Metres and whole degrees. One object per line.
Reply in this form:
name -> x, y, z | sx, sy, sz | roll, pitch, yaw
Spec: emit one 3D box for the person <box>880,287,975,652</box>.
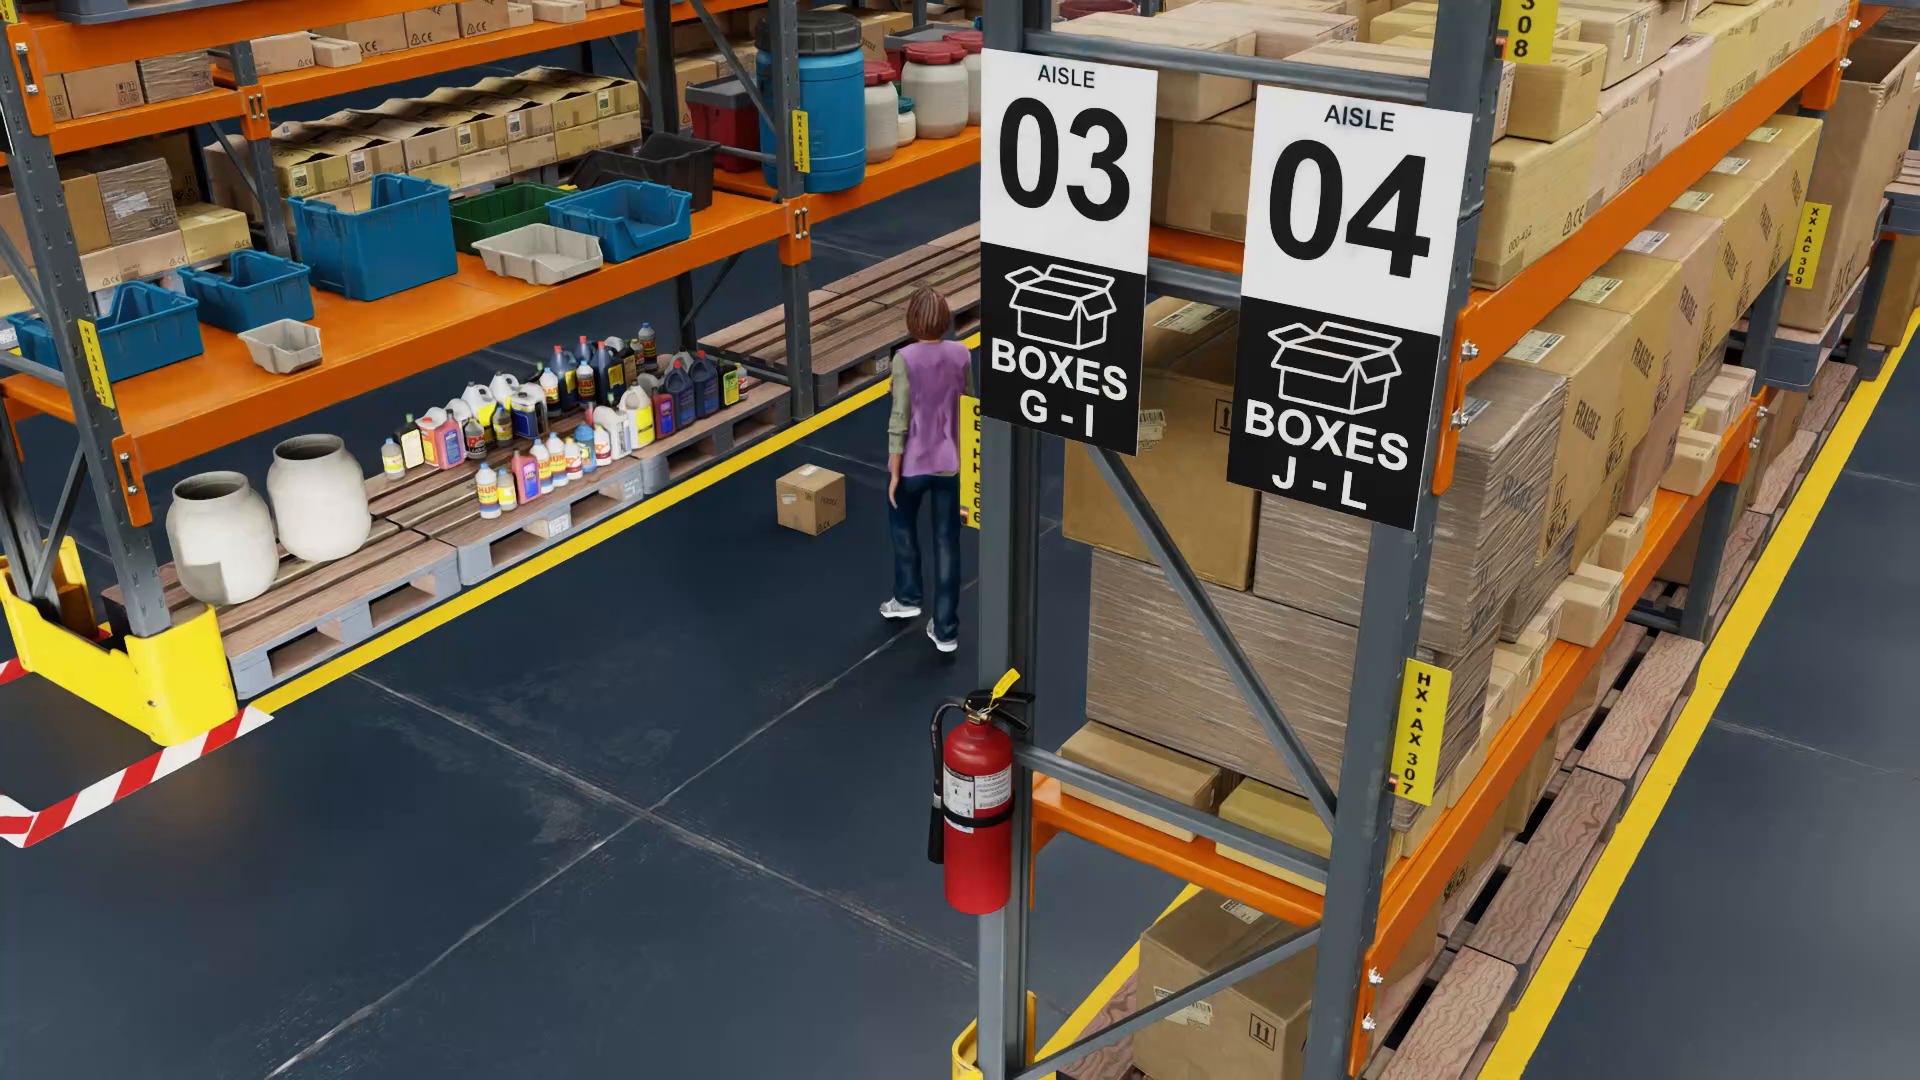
person -> -0.118, -0.289, 7.208 | 0.441, 1.619, 0.575 | -8, 28, -15
